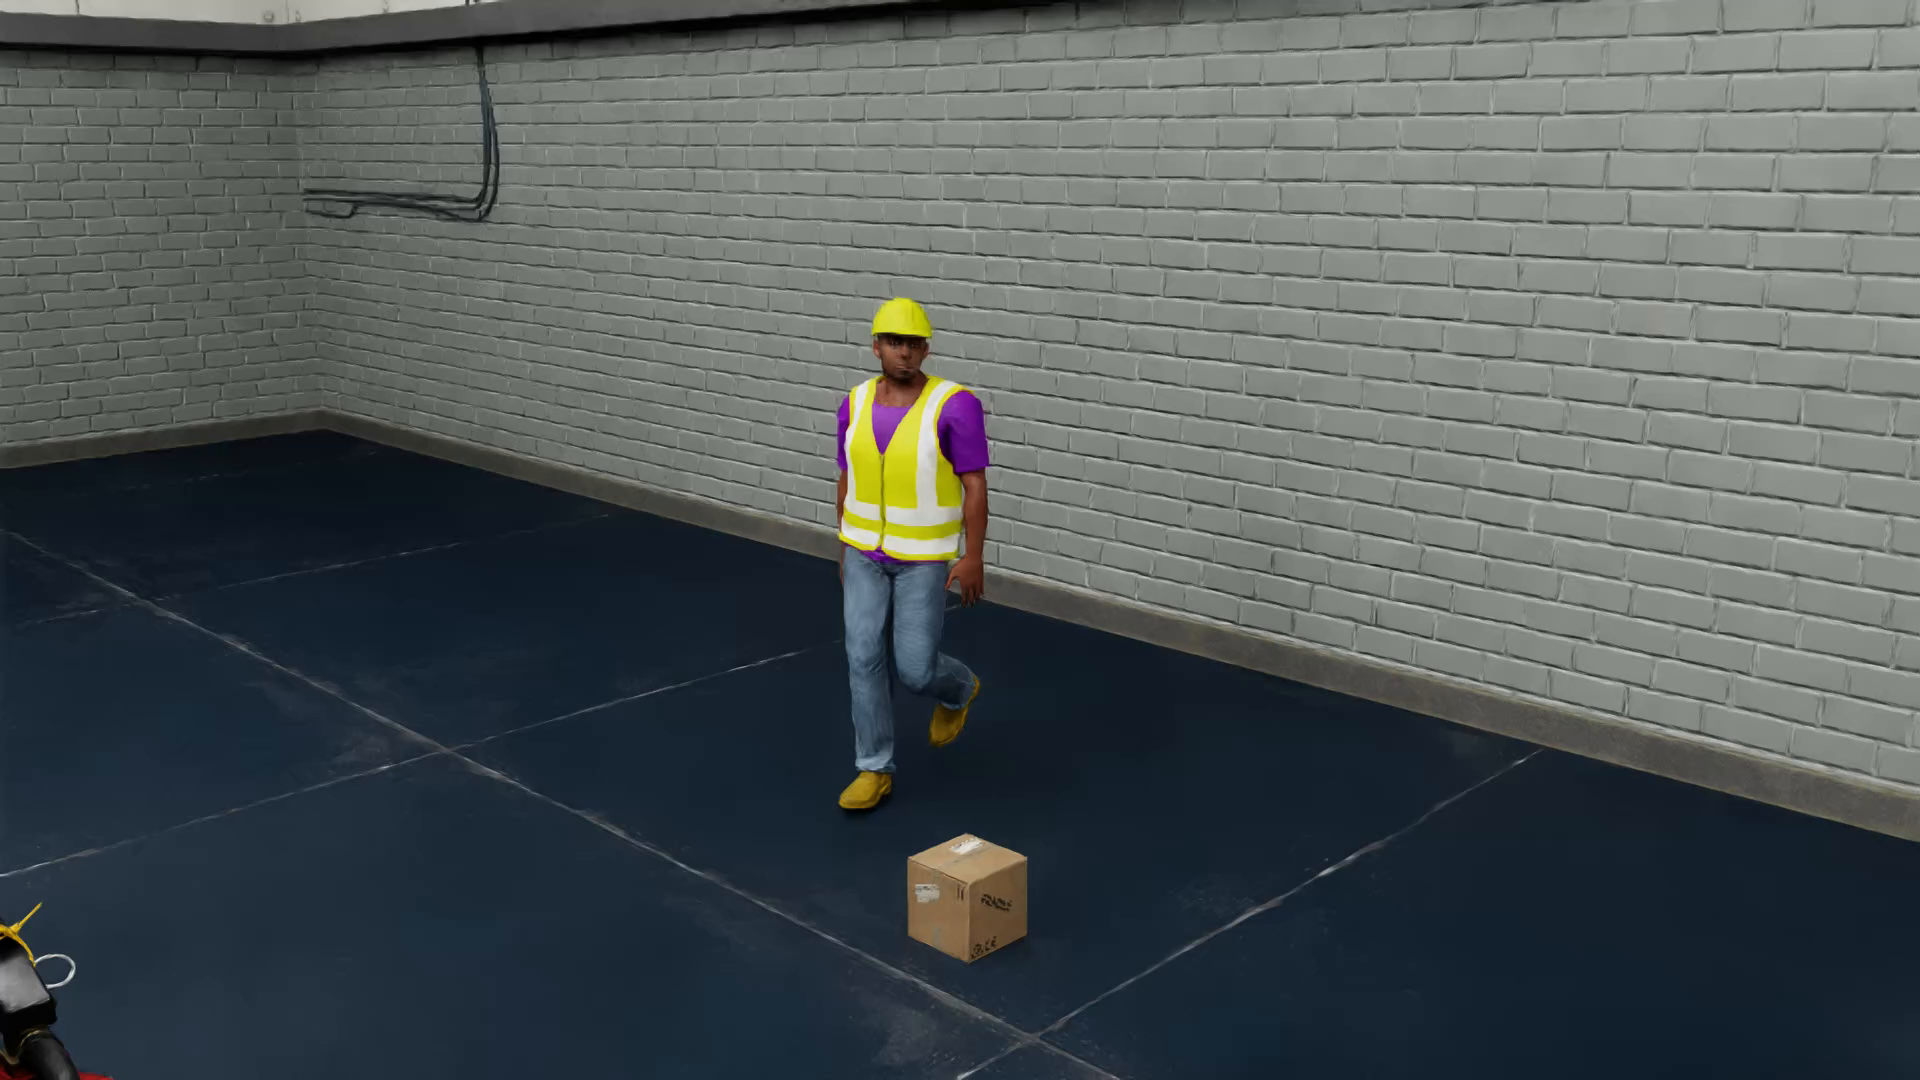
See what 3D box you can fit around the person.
[{"bbox_3d":[-0.169,0.031,5.789,0.587,1.749,0.714,6,15,24],"label":"person"}]
